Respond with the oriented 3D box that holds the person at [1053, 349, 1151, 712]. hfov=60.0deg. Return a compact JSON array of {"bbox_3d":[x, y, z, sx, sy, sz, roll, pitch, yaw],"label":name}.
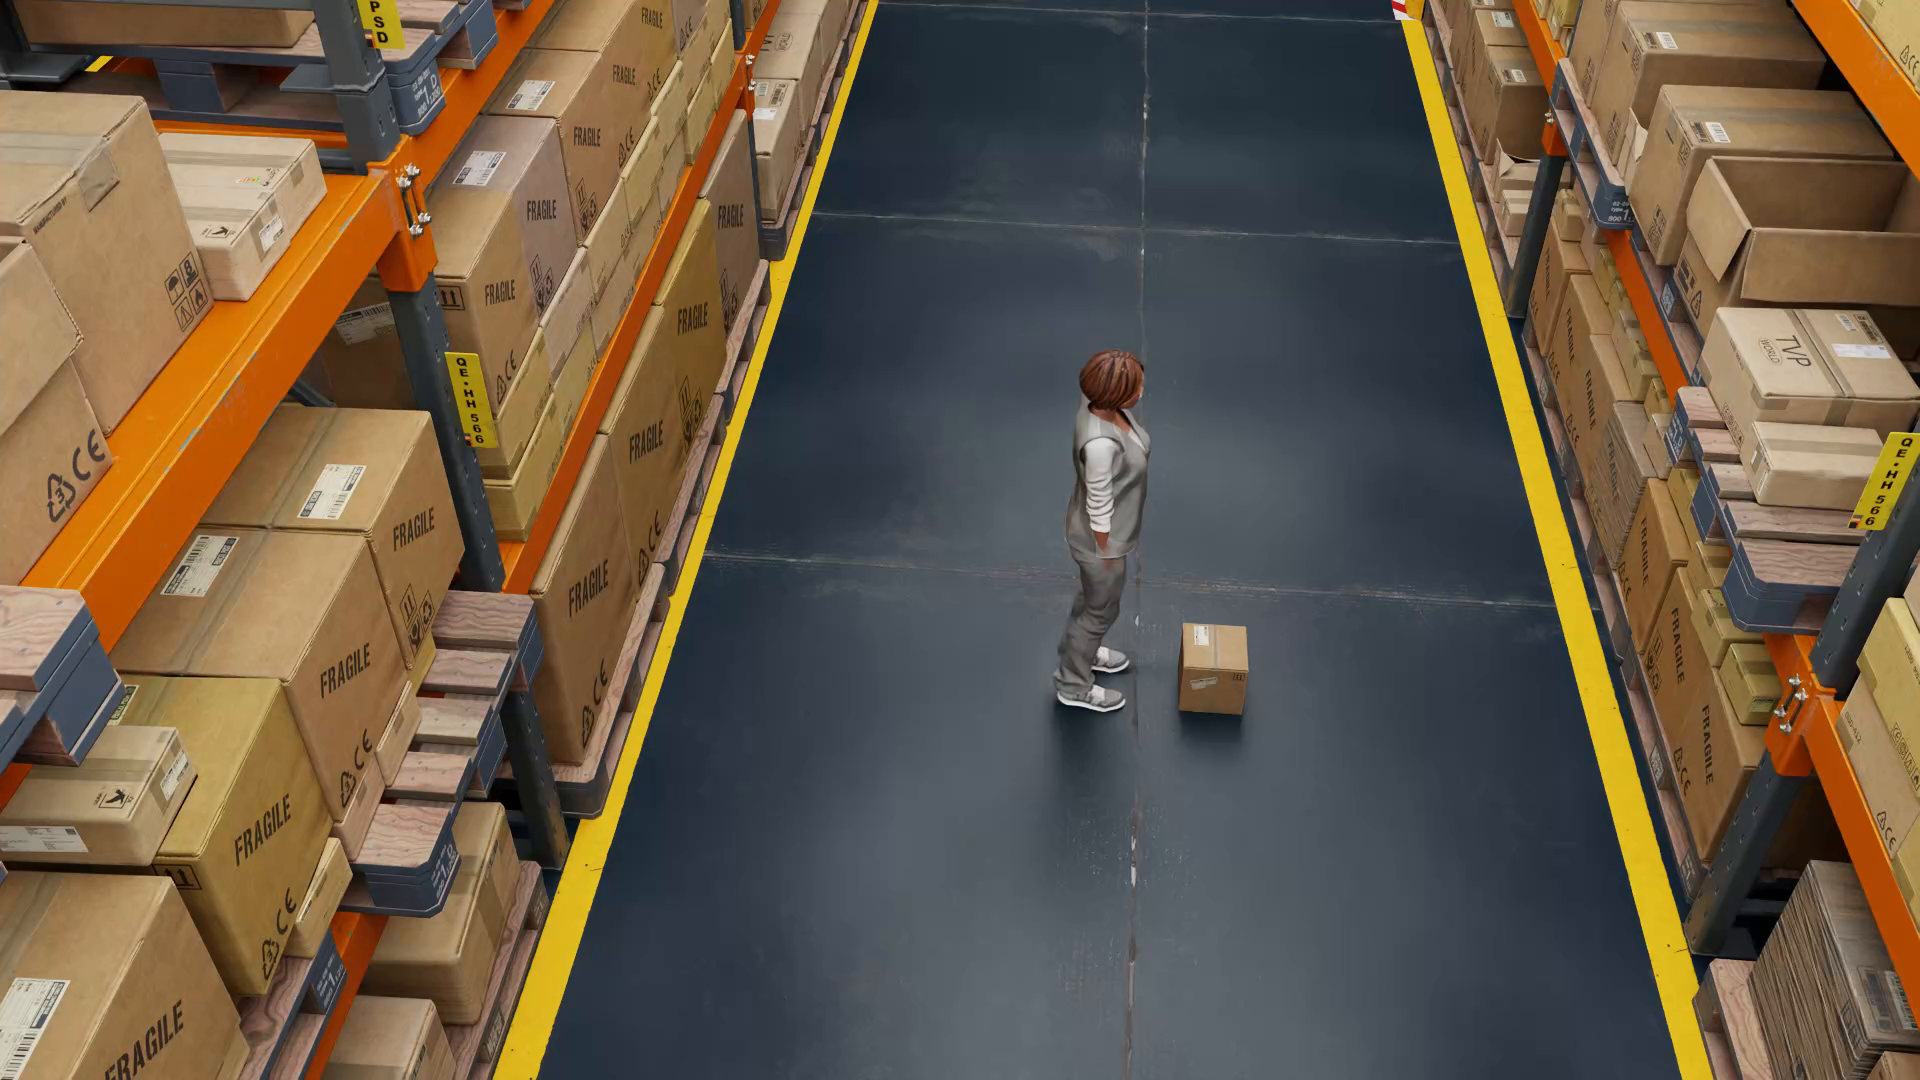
[{"bbox_3d":[0.532,-0.020,6.231,0.309,1.545,0.406,4,41,5],"label":"person"}]
